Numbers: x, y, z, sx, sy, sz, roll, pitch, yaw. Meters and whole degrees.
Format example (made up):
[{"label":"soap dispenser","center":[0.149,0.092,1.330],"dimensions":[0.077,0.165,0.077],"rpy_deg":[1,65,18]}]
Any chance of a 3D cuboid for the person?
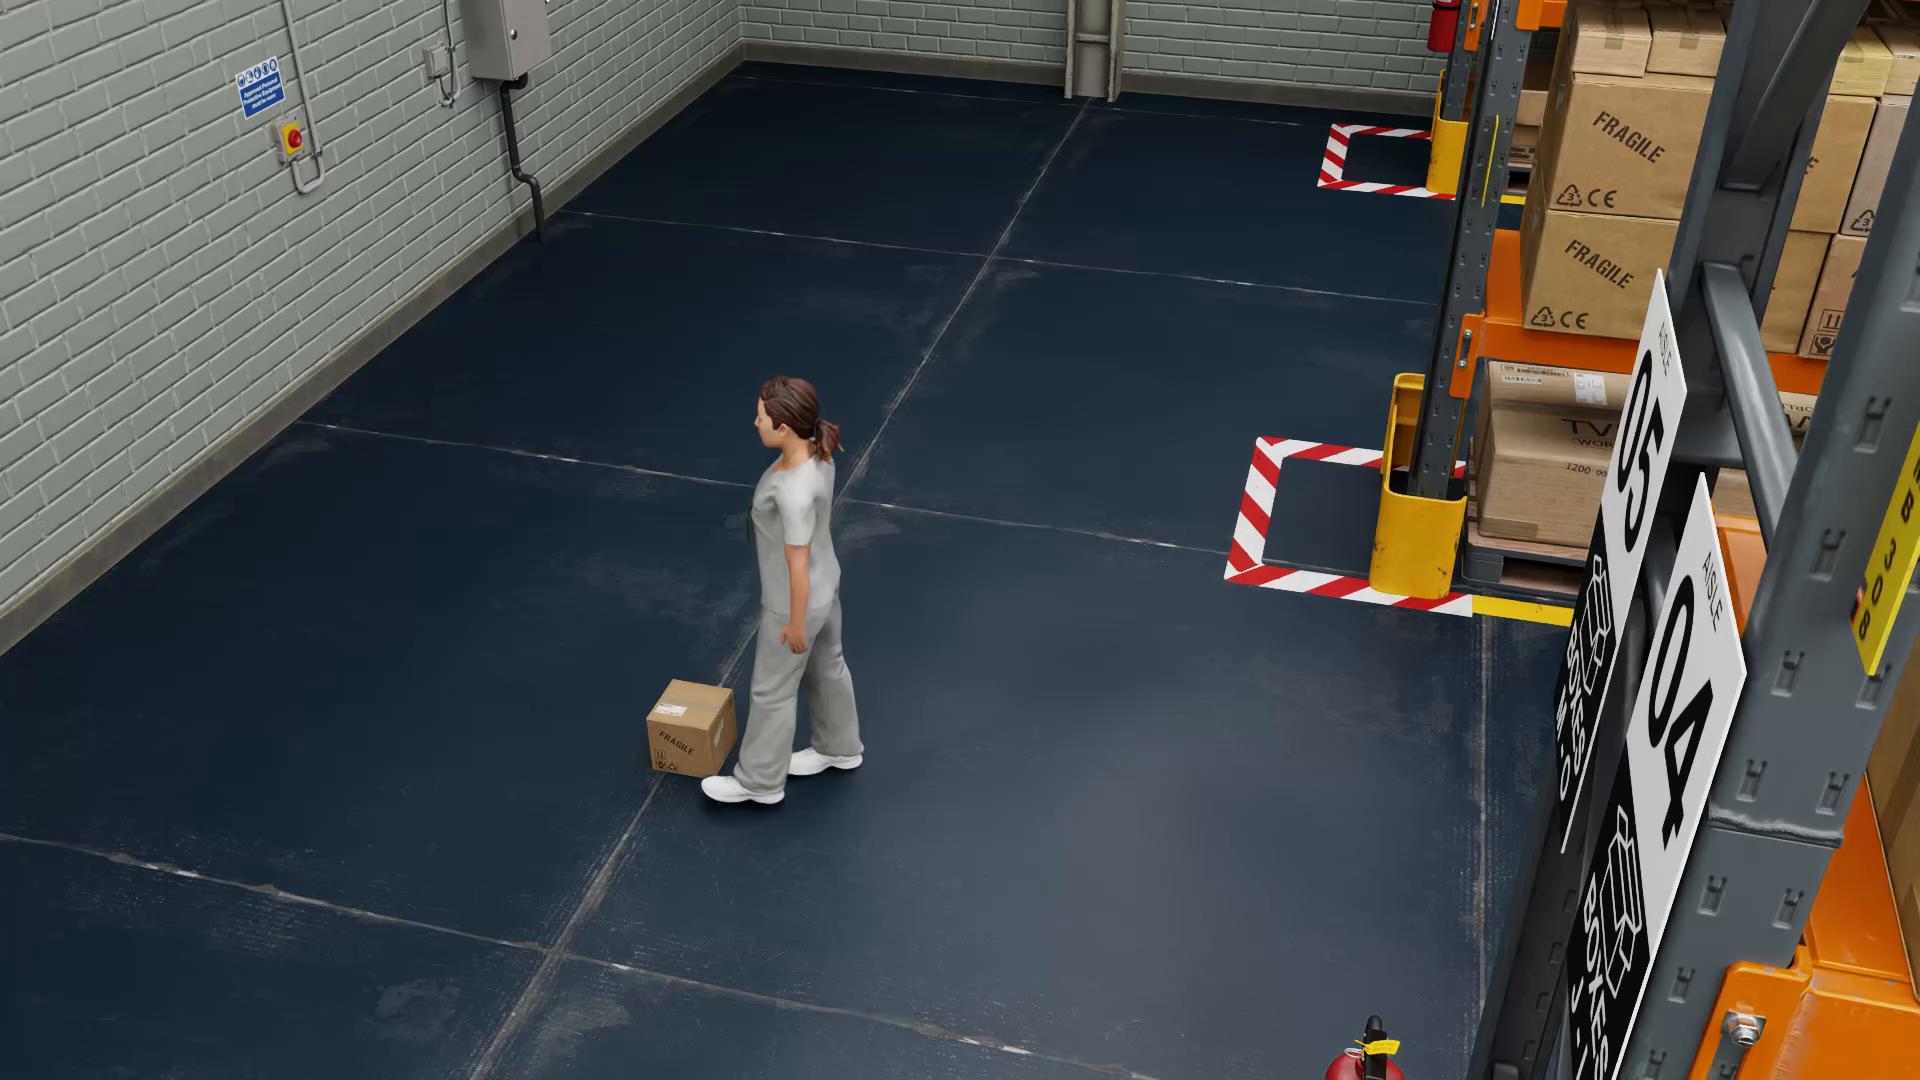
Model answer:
[{"label":"person","center":[-0.656,0.181,5.849],"dimensions":[0.576,1.670,0.459],"rpy_deg":[3,33,4]}]
